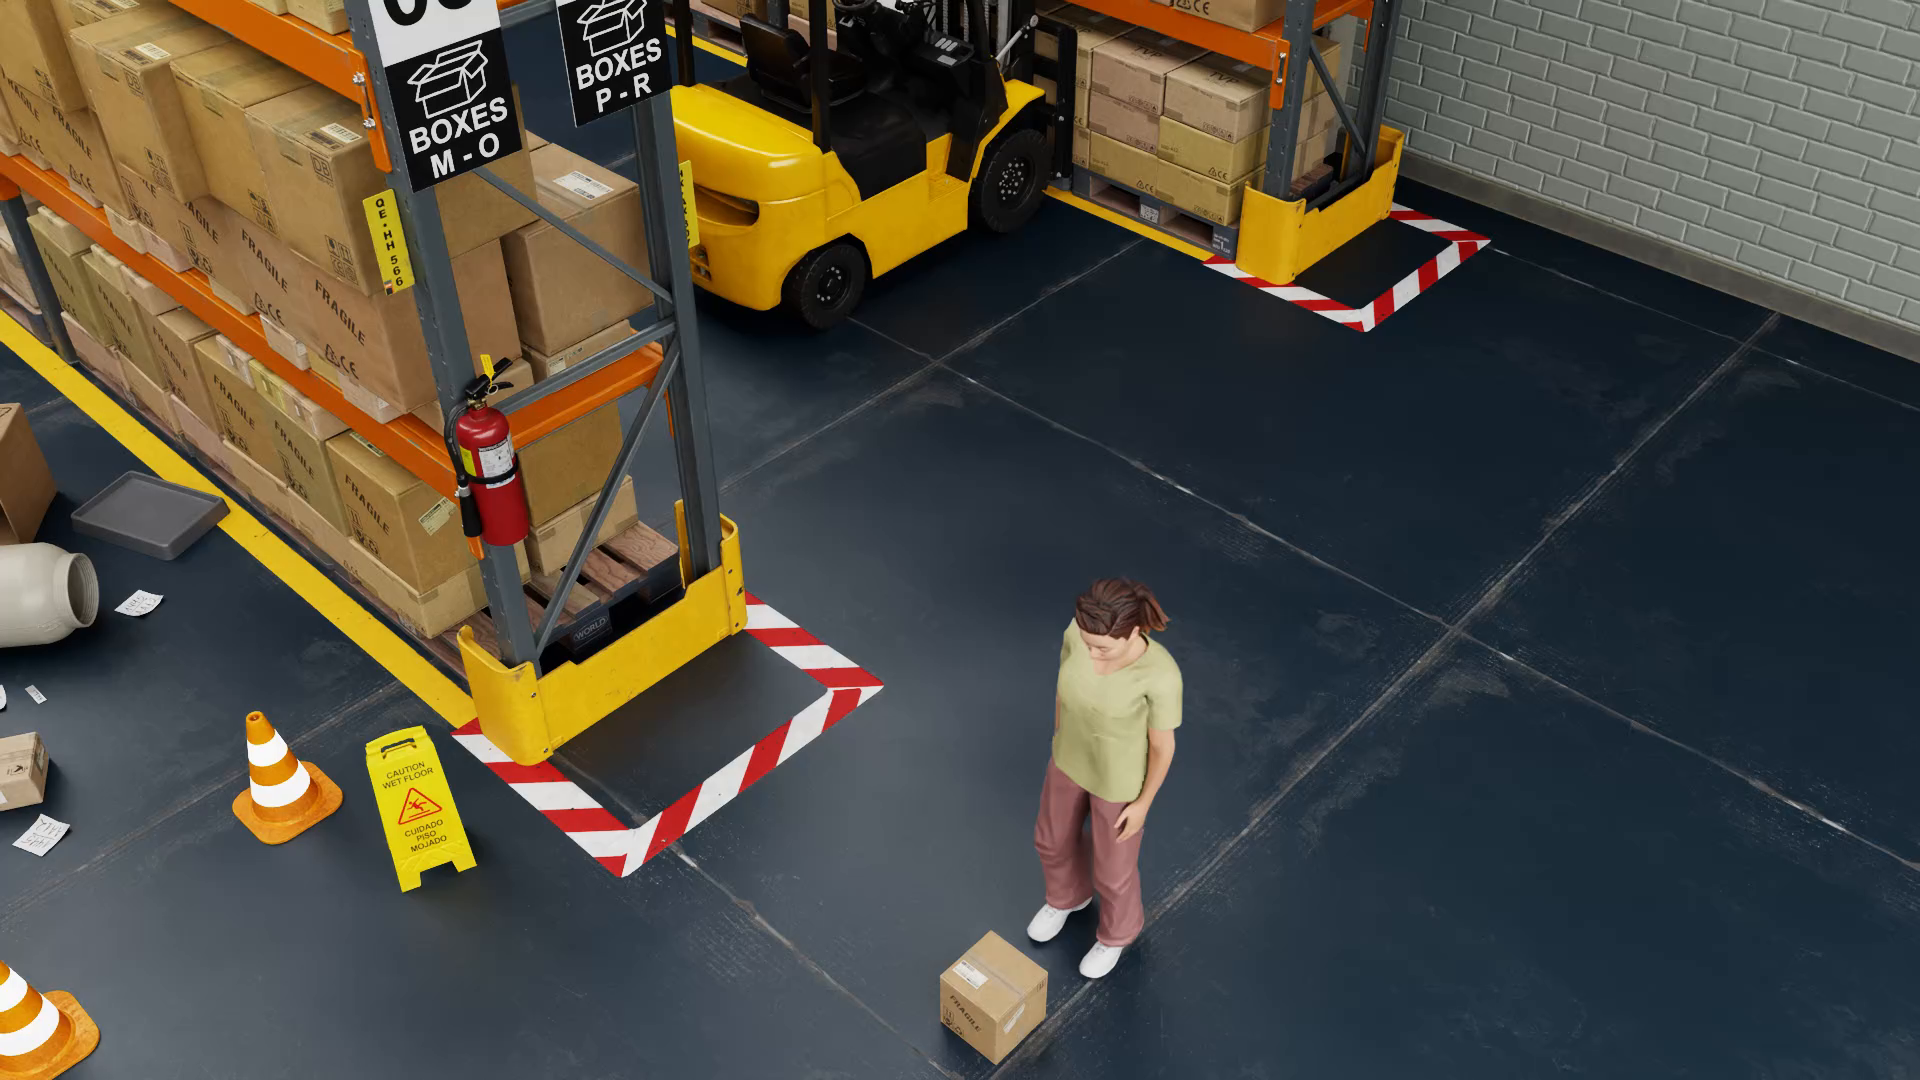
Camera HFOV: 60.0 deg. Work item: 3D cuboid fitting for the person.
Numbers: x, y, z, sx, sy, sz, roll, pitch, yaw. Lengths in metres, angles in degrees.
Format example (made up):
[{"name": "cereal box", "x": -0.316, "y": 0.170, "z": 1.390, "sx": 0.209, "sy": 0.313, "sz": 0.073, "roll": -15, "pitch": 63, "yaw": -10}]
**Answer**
[{"name": "person", "x": 0.455, "y": 0.757, "z": 5.269, "sx": 0.463, "sy": 1.645, "sz": 0.354, "roll": 31, "pitch": 49, "yaw": 32}]
